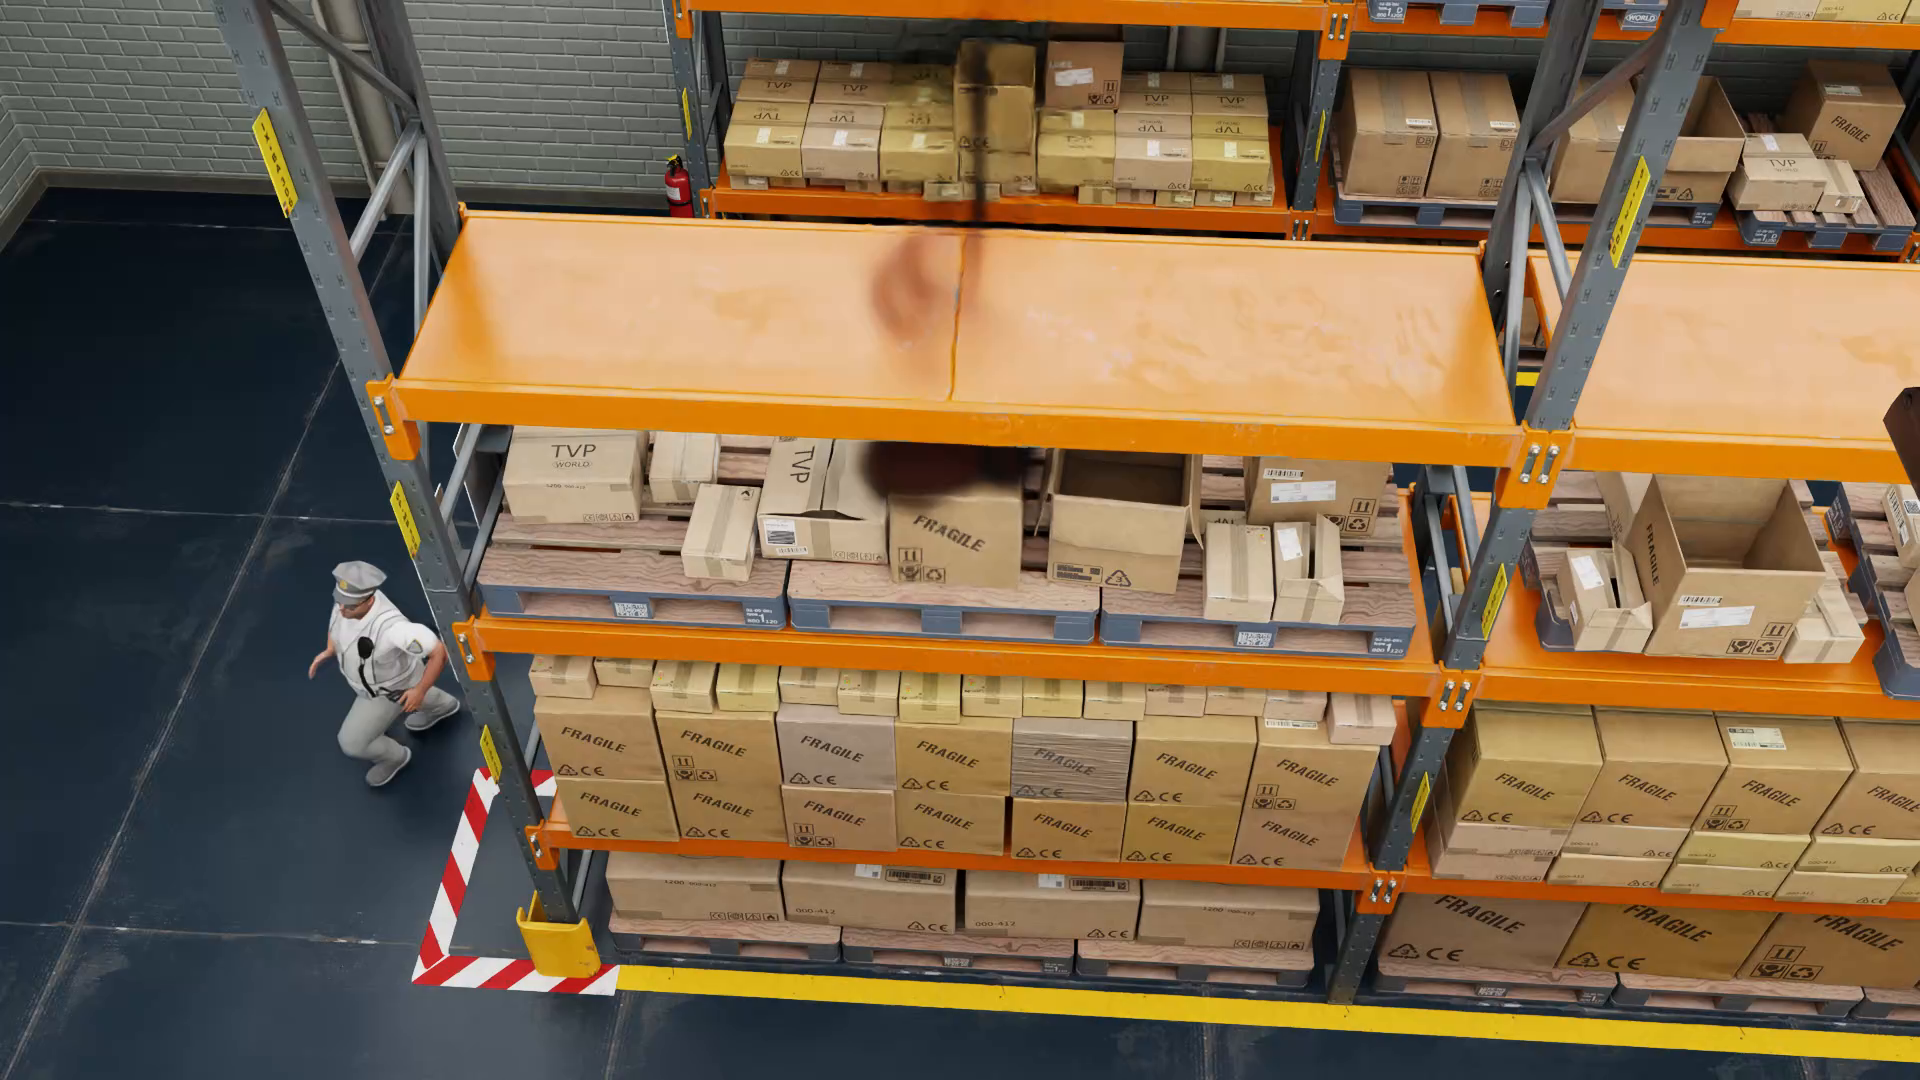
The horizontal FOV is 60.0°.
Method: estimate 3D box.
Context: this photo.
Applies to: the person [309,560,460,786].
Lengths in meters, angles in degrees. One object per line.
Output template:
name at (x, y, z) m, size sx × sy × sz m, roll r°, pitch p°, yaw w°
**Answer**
person at (-3.072, 0.729, 8.903) m, size 0.730 × 1.752 × 0.730 m, roll -32°, pitch 55°, yaw -25°
